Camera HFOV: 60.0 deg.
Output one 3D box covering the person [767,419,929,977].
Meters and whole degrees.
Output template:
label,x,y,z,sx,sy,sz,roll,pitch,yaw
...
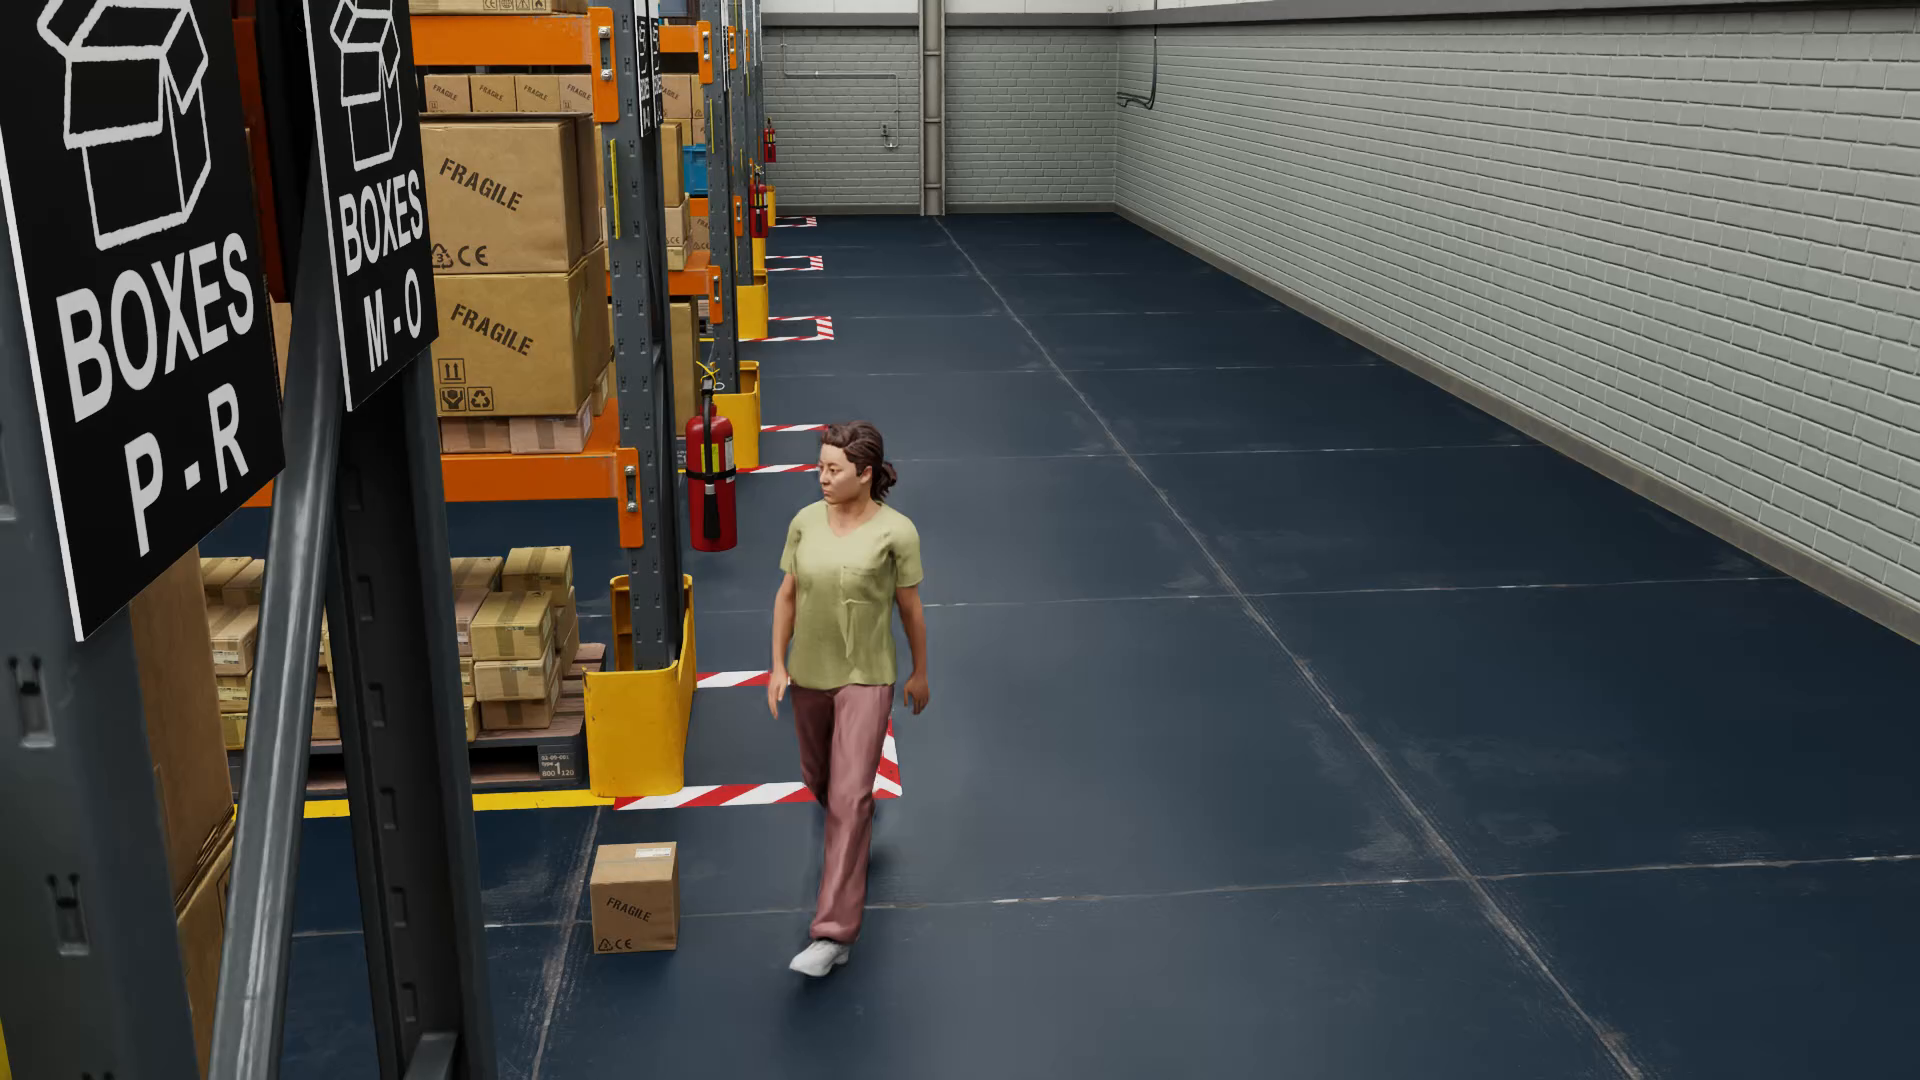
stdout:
label,x,y,z,sx,sy,sz,roll,pitch,yaw
person,-0.393,0.435,5.165,0.464,1.607,1.038,6,18,19
